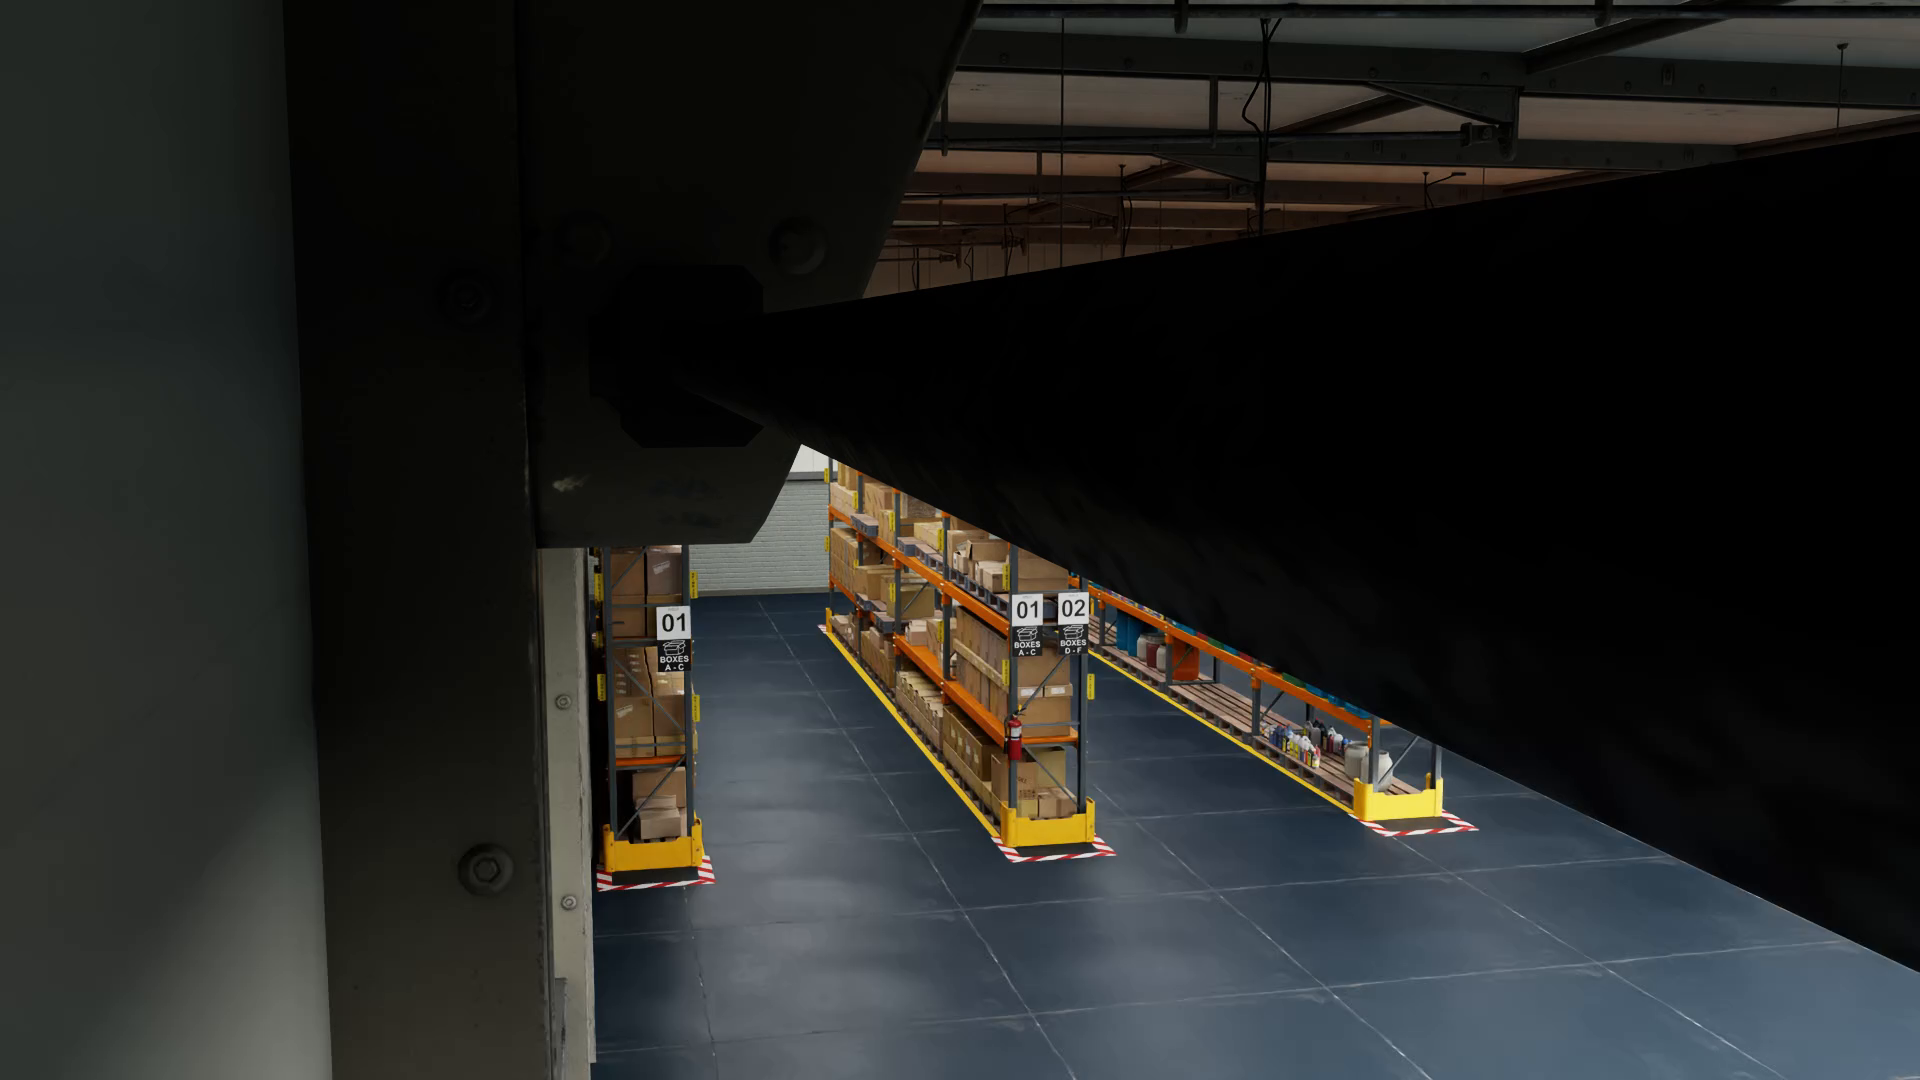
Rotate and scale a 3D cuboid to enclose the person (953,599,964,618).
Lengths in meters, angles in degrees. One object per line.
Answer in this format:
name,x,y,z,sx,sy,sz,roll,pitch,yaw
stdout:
person,-0.113,1.356,34.584,0.614,1.767,0.486,6,9,39
